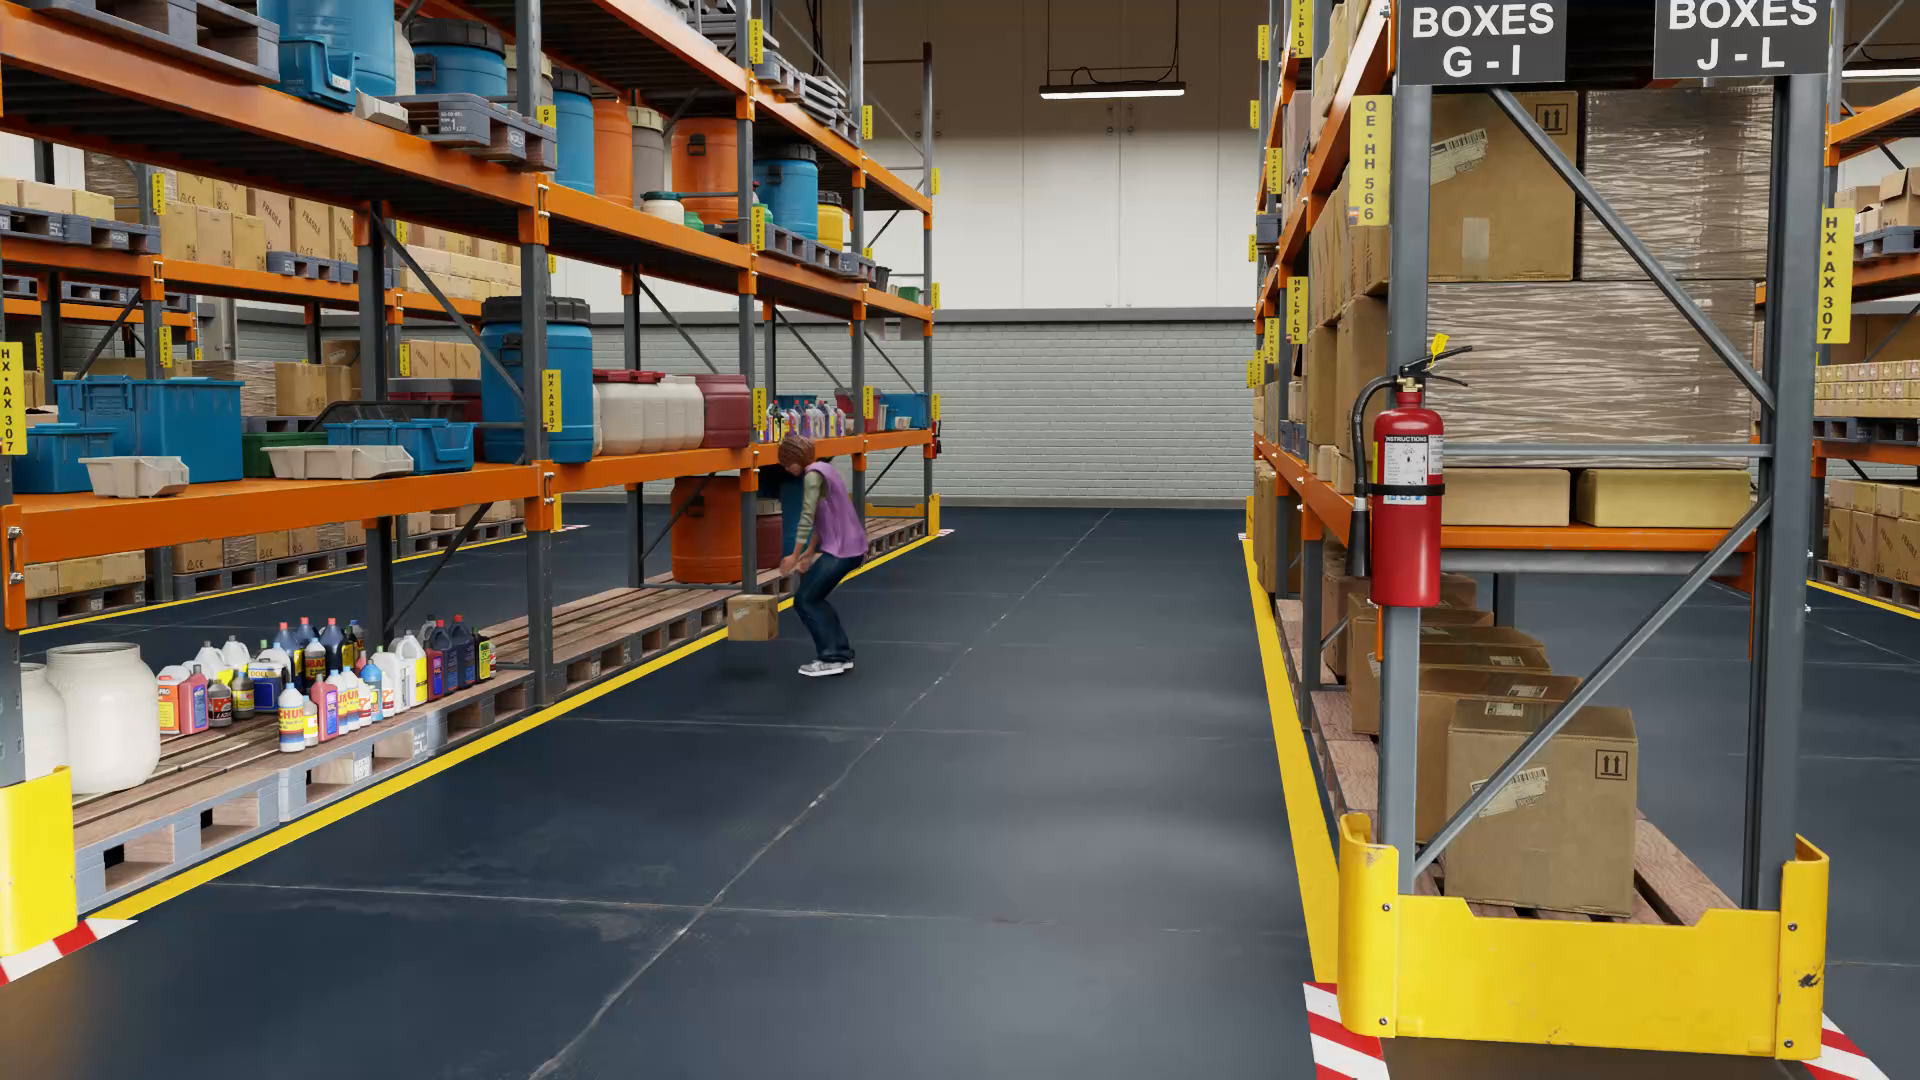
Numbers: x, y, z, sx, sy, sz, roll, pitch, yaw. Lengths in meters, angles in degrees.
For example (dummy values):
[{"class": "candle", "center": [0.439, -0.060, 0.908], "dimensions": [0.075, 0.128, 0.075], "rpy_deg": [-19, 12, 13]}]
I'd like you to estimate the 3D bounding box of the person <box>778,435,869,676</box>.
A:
[{"class": "person", "center": [-0.827, 0.100, 10.005], "dimensions": [0.540, 1.429, 0.454], "rpy_deg": [1, 5, 9]}]
